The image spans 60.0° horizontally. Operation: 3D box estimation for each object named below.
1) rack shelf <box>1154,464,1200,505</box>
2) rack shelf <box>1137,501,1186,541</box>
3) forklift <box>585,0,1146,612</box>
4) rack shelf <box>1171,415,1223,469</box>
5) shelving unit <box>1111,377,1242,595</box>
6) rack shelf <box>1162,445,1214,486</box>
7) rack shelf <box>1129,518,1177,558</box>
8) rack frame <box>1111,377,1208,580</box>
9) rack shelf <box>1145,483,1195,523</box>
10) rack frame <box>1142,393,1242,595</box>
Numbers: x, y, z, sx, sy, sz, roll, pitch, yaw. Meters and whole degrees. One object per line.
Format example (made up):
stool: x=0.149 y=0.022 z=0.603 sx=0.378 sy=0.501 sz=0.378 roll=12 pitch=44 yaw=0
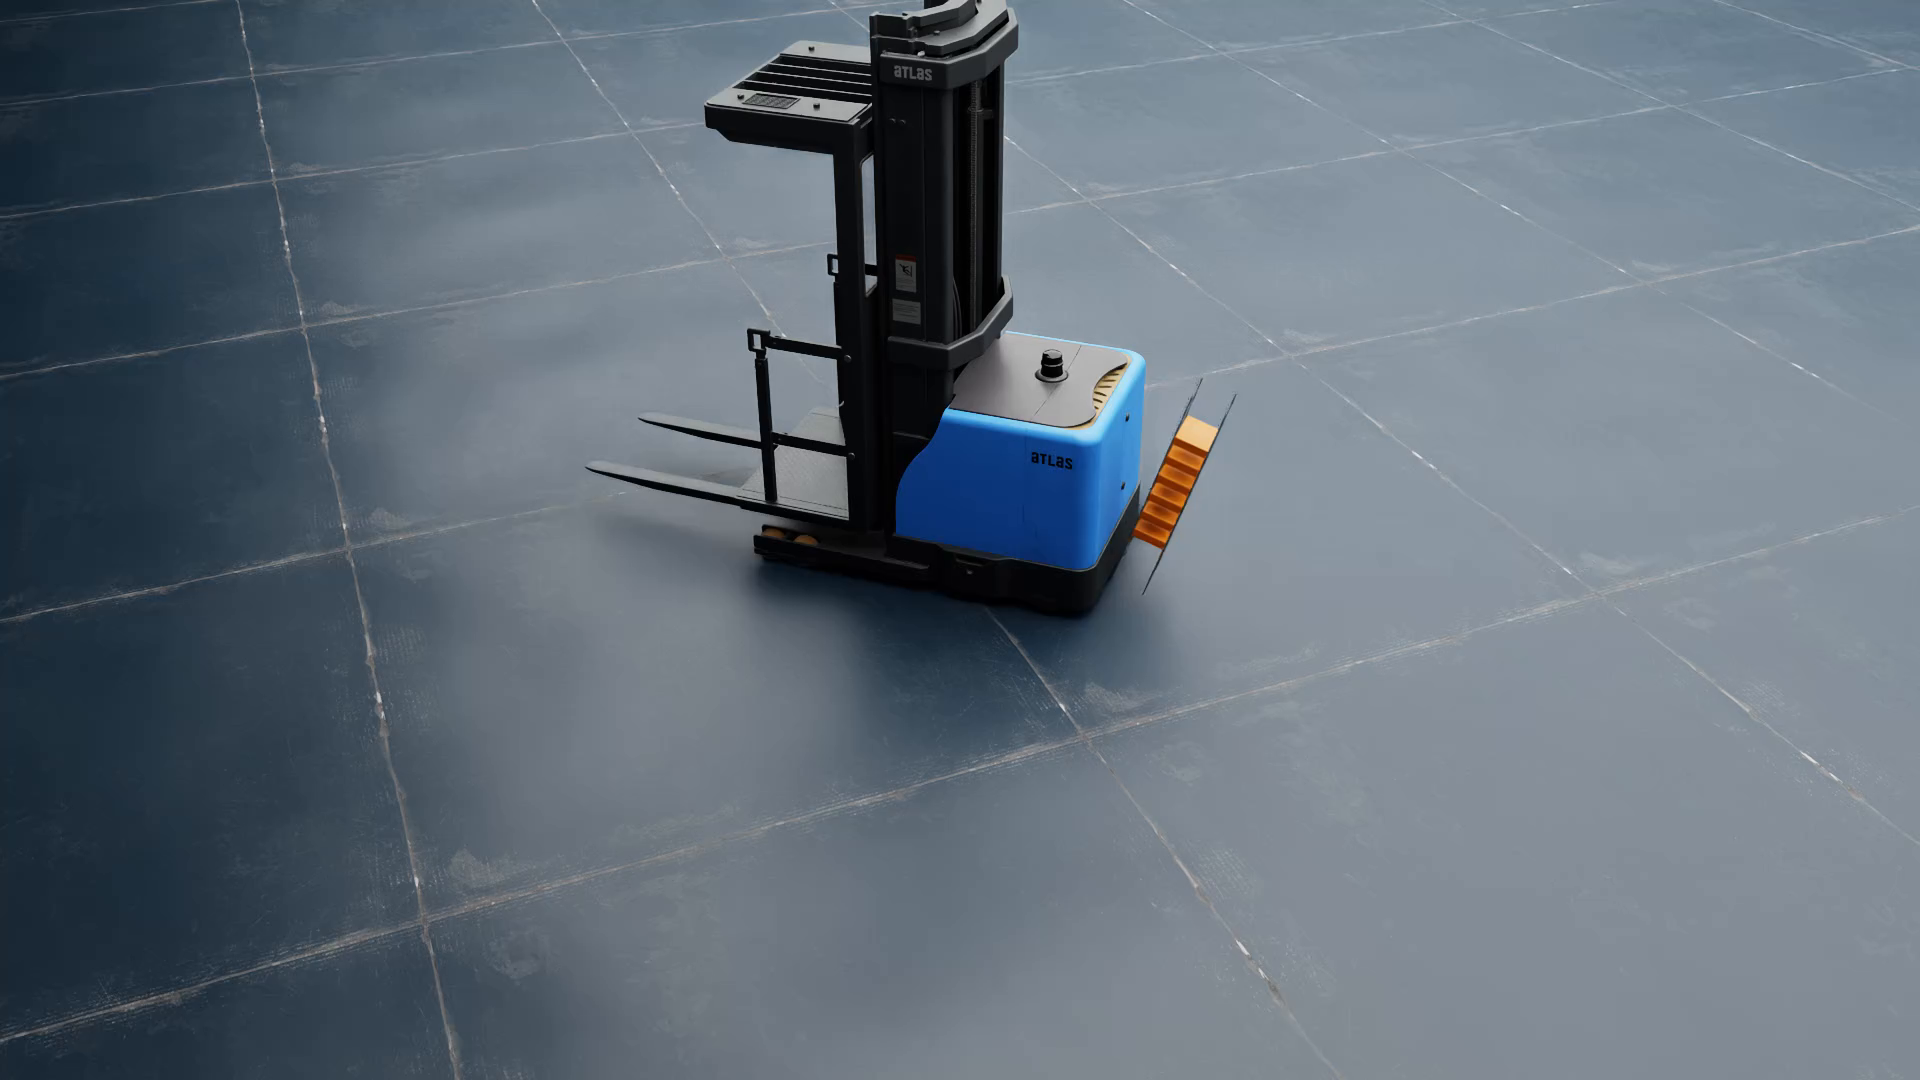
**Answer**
rack shelf: x=1.112 y=-0.314 z=8.415 sx=0.180 sy=0.103 sz=0.258 roll=26 pitch=38 yaw=7
rack shelf: x=1.043 y=-0.136 z=8.561 sx=0.180 sy=0.103 sz=0.258 roll=26 pitch=38 yaw=7
forklift: x=-0.585 y=-1.344 z=8.547 sx=3.031 sy=2.935 sz=1.130 roll=11 pitch=35 yaw=17
rack shelf: x=1.180 y=-0.491 z=8.269 sx=0.180 sy=0.103 sz=0.258 roll=26 pitch=38 yaw=7
shelving unit: x=1.090 y=-0.258 z=8.461 sx=0.189 sy=1.200 sz=0.258 roll=26 pitch=38 yaw=7
rack shelf: x=1.146 y=-0.403 z=8.342 sx=0.180 sy=0.103 sz=0.258 roll=26 pitch=38 yaw=7
rack shelf: x=1.009 y=-0.047 z=8.634 sx=0.180 sy=0.103 sz=0.258 roll=26 pitch=38 yaw=7
rack frame: x=1.009 y=-0.298 z=8.472 sx=0.006 sy=1.200 sz=0.240 roll=26 pitch=38 yaw=7
rack shelf: x=1.078 y=-0.225 z=8.488 sx=0.180 sy=0.103 sz=0.258 roll=26 pitch=38 yaw=7
rack frame: x=1.172 y=-0.218 z=8.451 sx=0.006 sy=1.200 sz=0.240 roll=26 pitch=38 yaw=7
